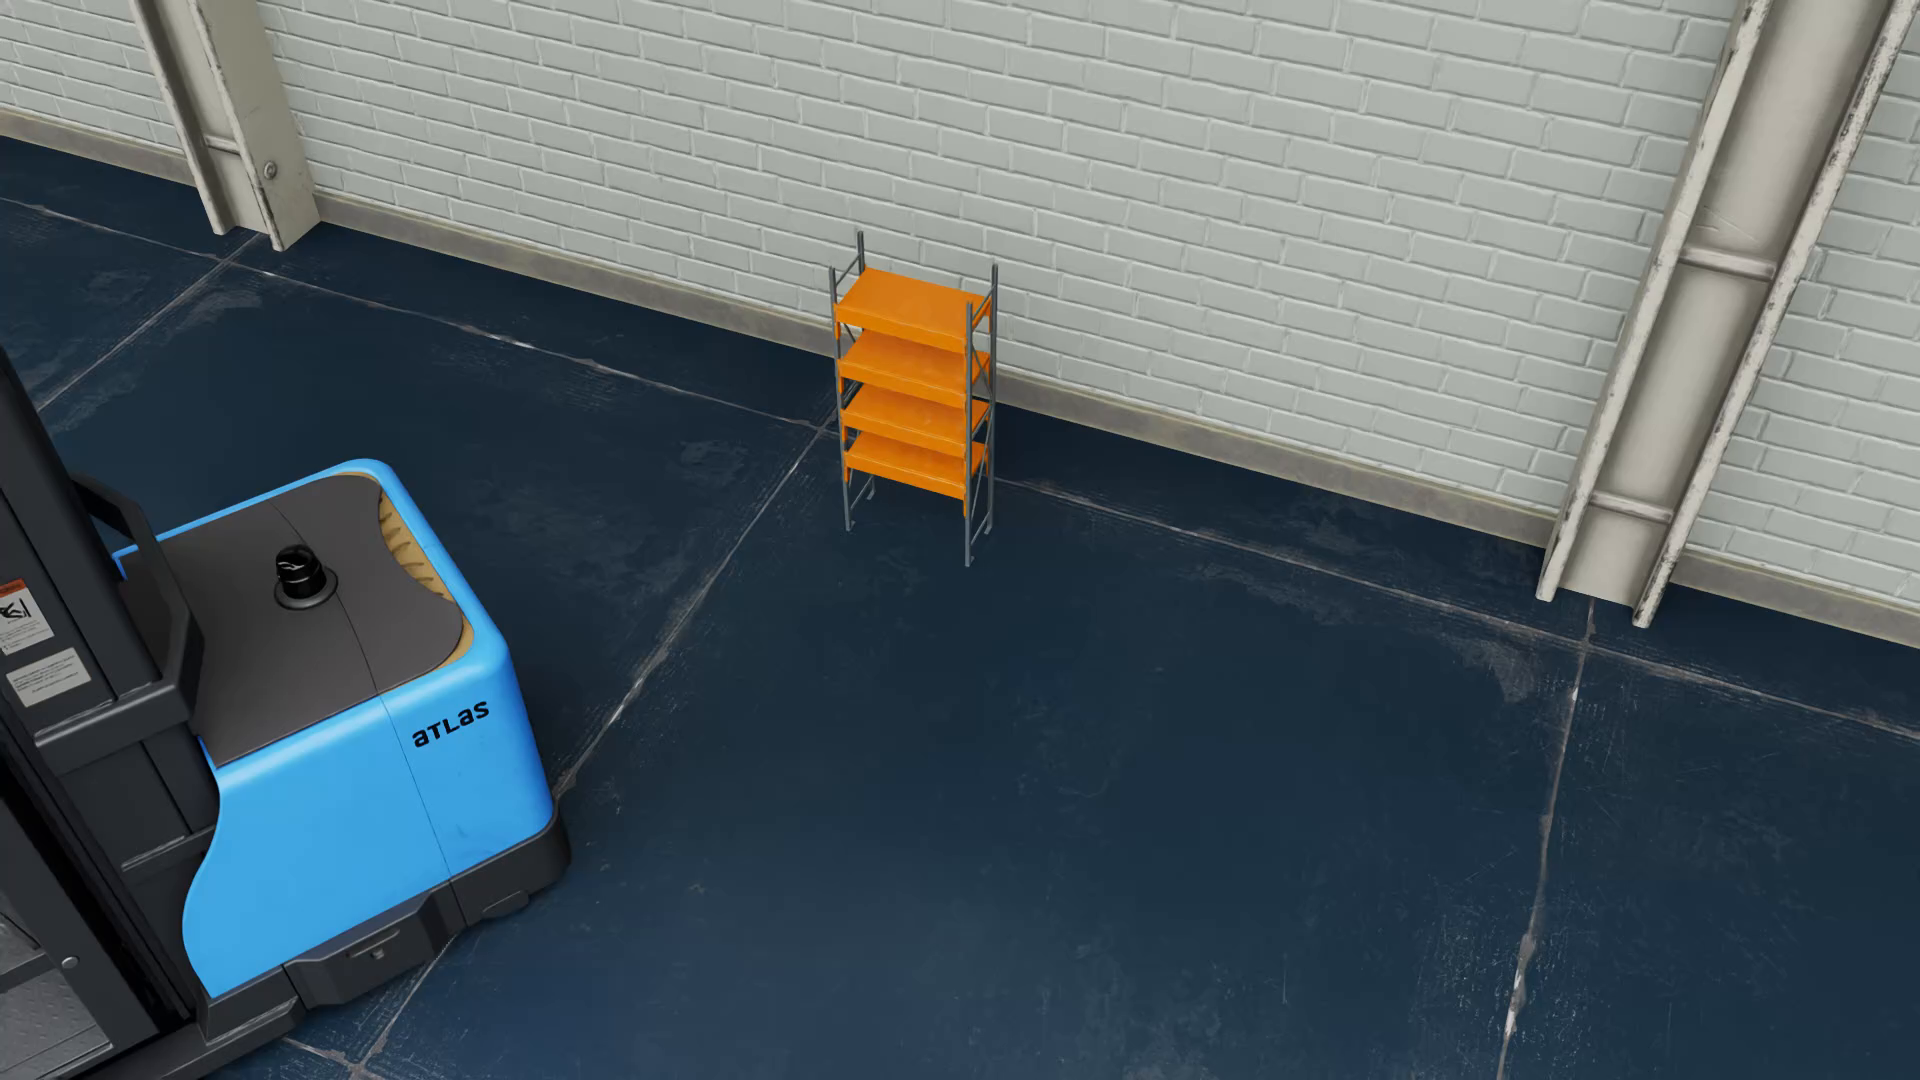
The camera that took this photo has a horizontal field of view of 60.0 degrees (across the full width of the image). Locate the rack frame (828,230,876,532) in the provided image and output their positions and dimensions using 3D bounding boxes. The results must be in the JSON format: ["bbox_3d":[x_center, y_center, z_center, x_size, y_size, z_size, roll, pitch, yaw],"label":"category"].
[{"bbox_3d":[-0.378,-0.537,5.939,0.015,1.200,0.240,16,47,16],"label":"rack frame"}]

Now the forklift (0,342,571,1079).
[{"bbox_3d":[-2.709,0.321,3.849,3.031,2.935,1.130,-26,50,-24],"label":"forklift"}]

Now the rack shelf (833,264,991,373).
[{"bbox_3d":[-0.153,-0.749,5.595,0.480,0.148,0.258,16,47,16],"label":"rack shelf"}]

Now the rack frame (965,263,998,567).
[{"bbox_3d":[0.072,-0.404,5.805,0.015,1.200,0.240,16,47,16],"label":"rack frame"}]

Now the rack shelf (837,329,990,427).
[{"bbox_3d":[-0.153,-0.581,5.762,0.480,0.148,0.258,16,47,16],"label":"rack shelf"}]

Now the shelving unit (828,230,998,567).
[{"bbox_3d":[-0.153,-0.470,5.872,0.503,1.200,0.258,16,47,16],"label":"shelving unit"}]

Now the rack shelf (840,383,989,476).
[{"bbox_3d":[-0.153,-0.423,5.919,0.480,0.148,0.258,16,47,16],"label":"rack shelf"}]

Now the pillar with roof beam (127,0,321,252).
[{"bbox_3d":[-4.864,-1.853,1.732,0.400,9.000,9.100,16,47,16],"label":"pillar with roof beam"}]

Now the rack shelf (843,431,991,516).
[{"bbox_3d":[-0.153,-0.282,6.059,0.480,0.148,0.258,16,47,16],"label":"rack shelf"}]
